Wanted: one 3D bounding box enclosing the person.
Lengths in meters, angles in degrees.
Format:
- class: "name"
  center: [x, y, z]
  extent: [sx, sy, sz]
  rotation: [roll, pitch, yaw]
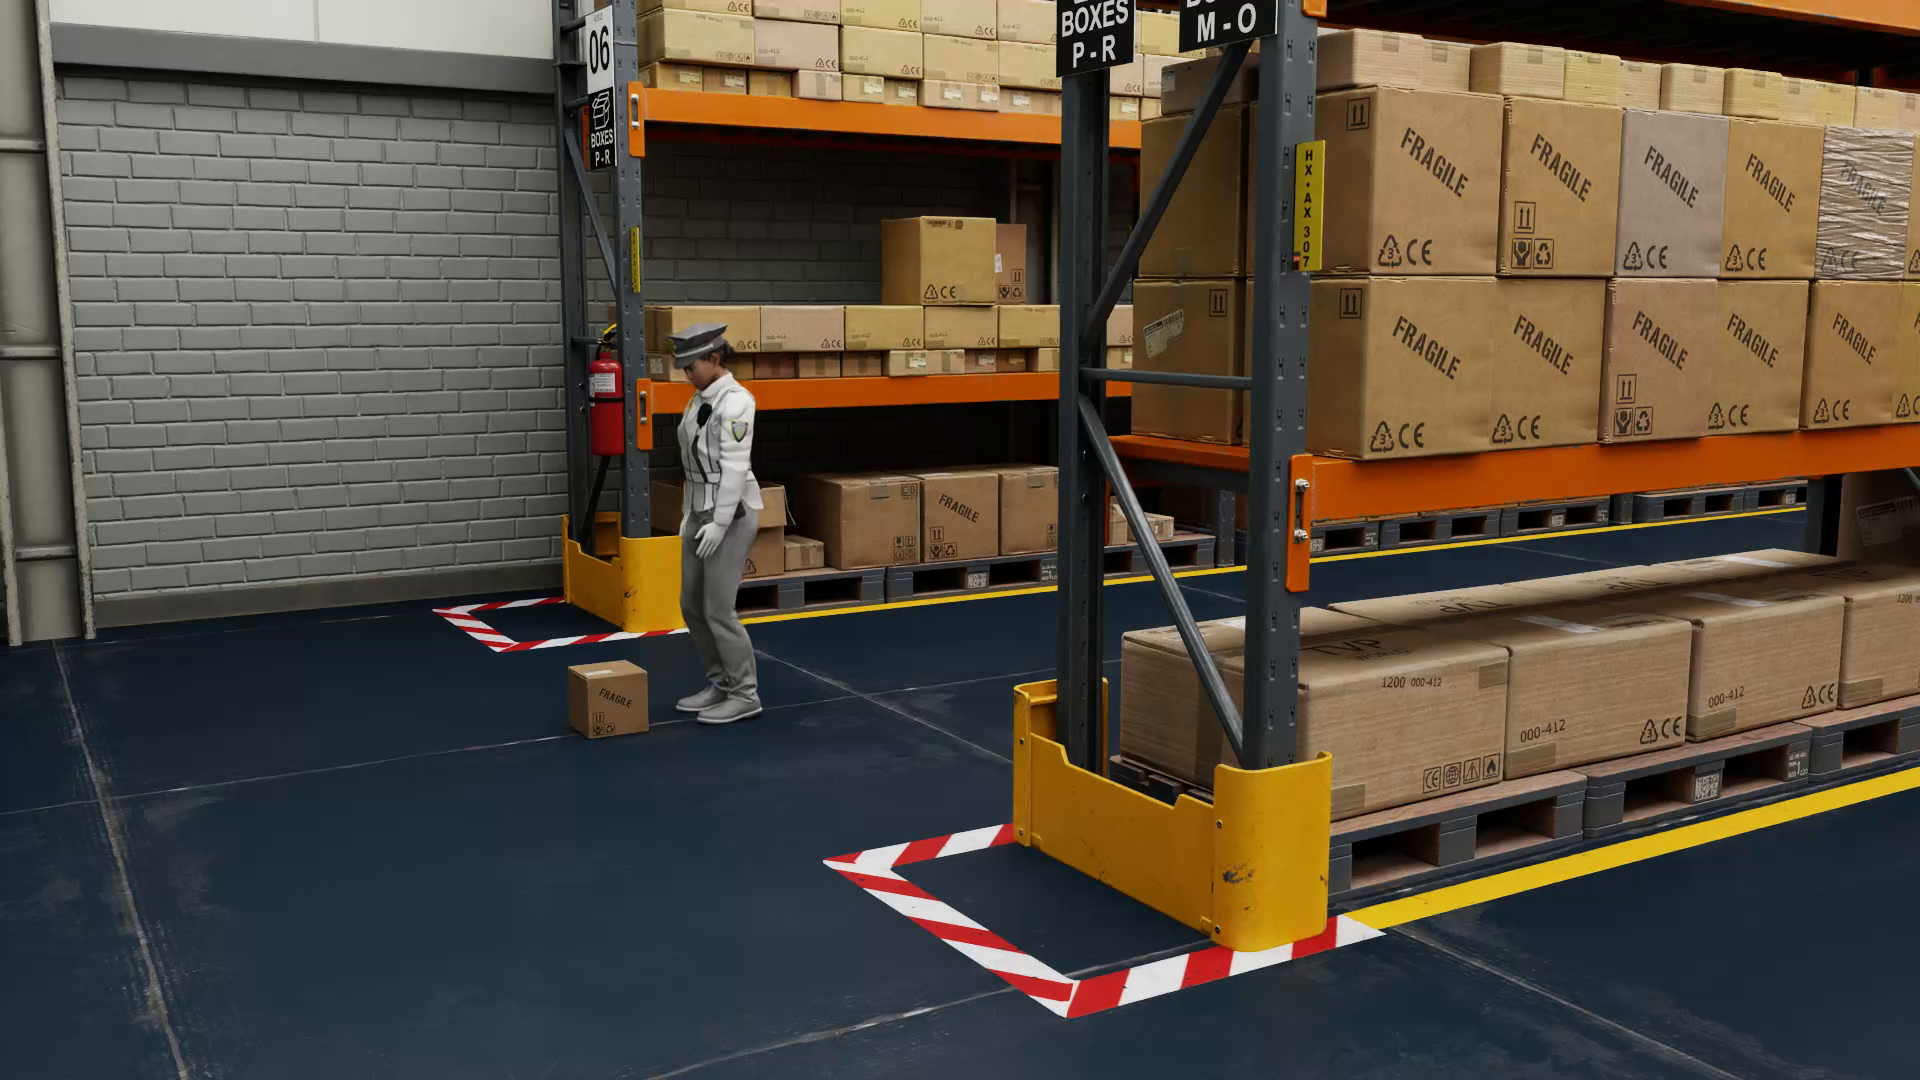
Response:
- class: "person"
  center: [-1.013, -0.071, 6.898]
  extent: [0.381, 1.651, 0.485]
  rotation: [-5, 10, -30]
